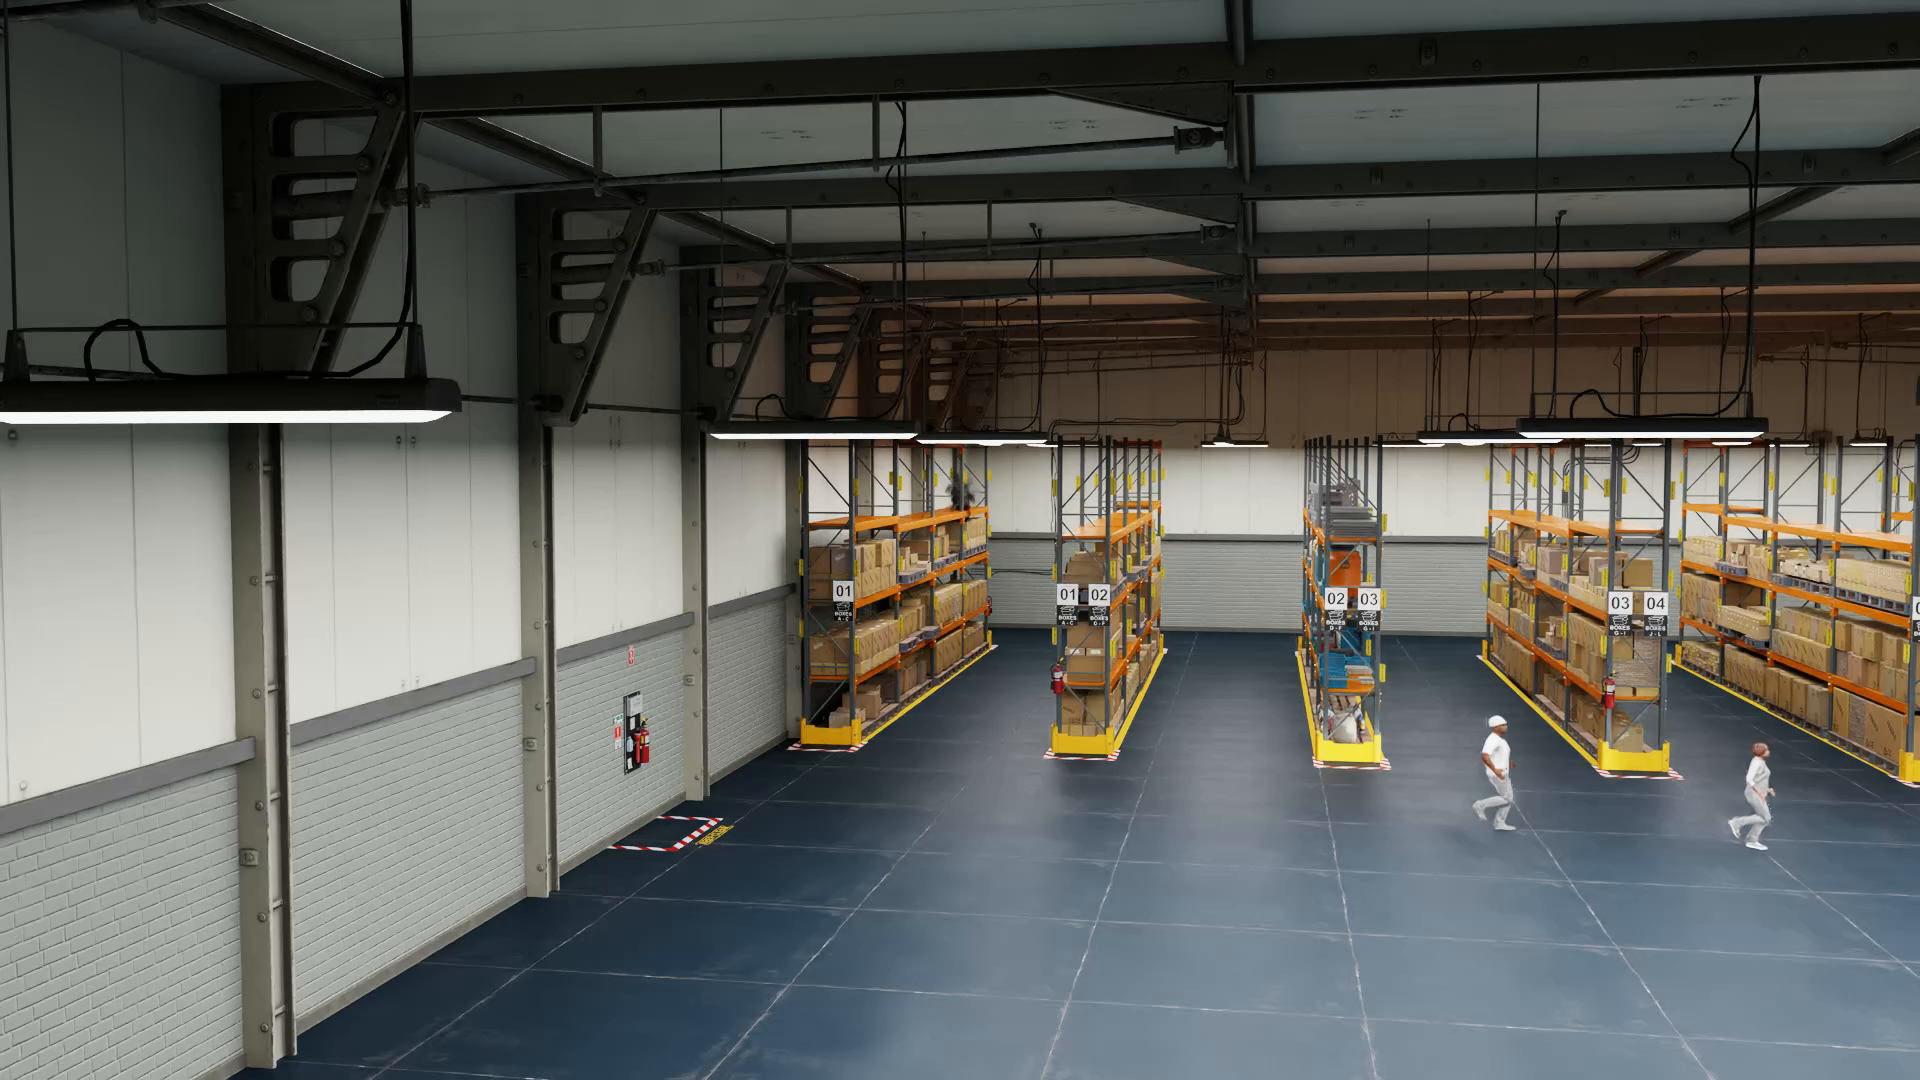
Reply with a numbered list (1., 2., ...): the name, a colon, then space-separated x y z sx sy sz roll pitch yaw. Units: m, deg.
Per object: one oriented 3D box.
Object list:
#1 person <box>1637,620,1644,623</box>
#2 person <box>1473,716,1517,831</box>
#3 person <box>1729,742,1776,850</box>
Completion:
1. person: 17.830 2.546 43.873 0.677 1.651 0.714 1 3 18
2. person: 8.062 3.506 25.039 0.618 1.724 0.718 1 3 25
3. person: 11.383 3.664 23.871 0.577 1.550 0.521 2 4 32
